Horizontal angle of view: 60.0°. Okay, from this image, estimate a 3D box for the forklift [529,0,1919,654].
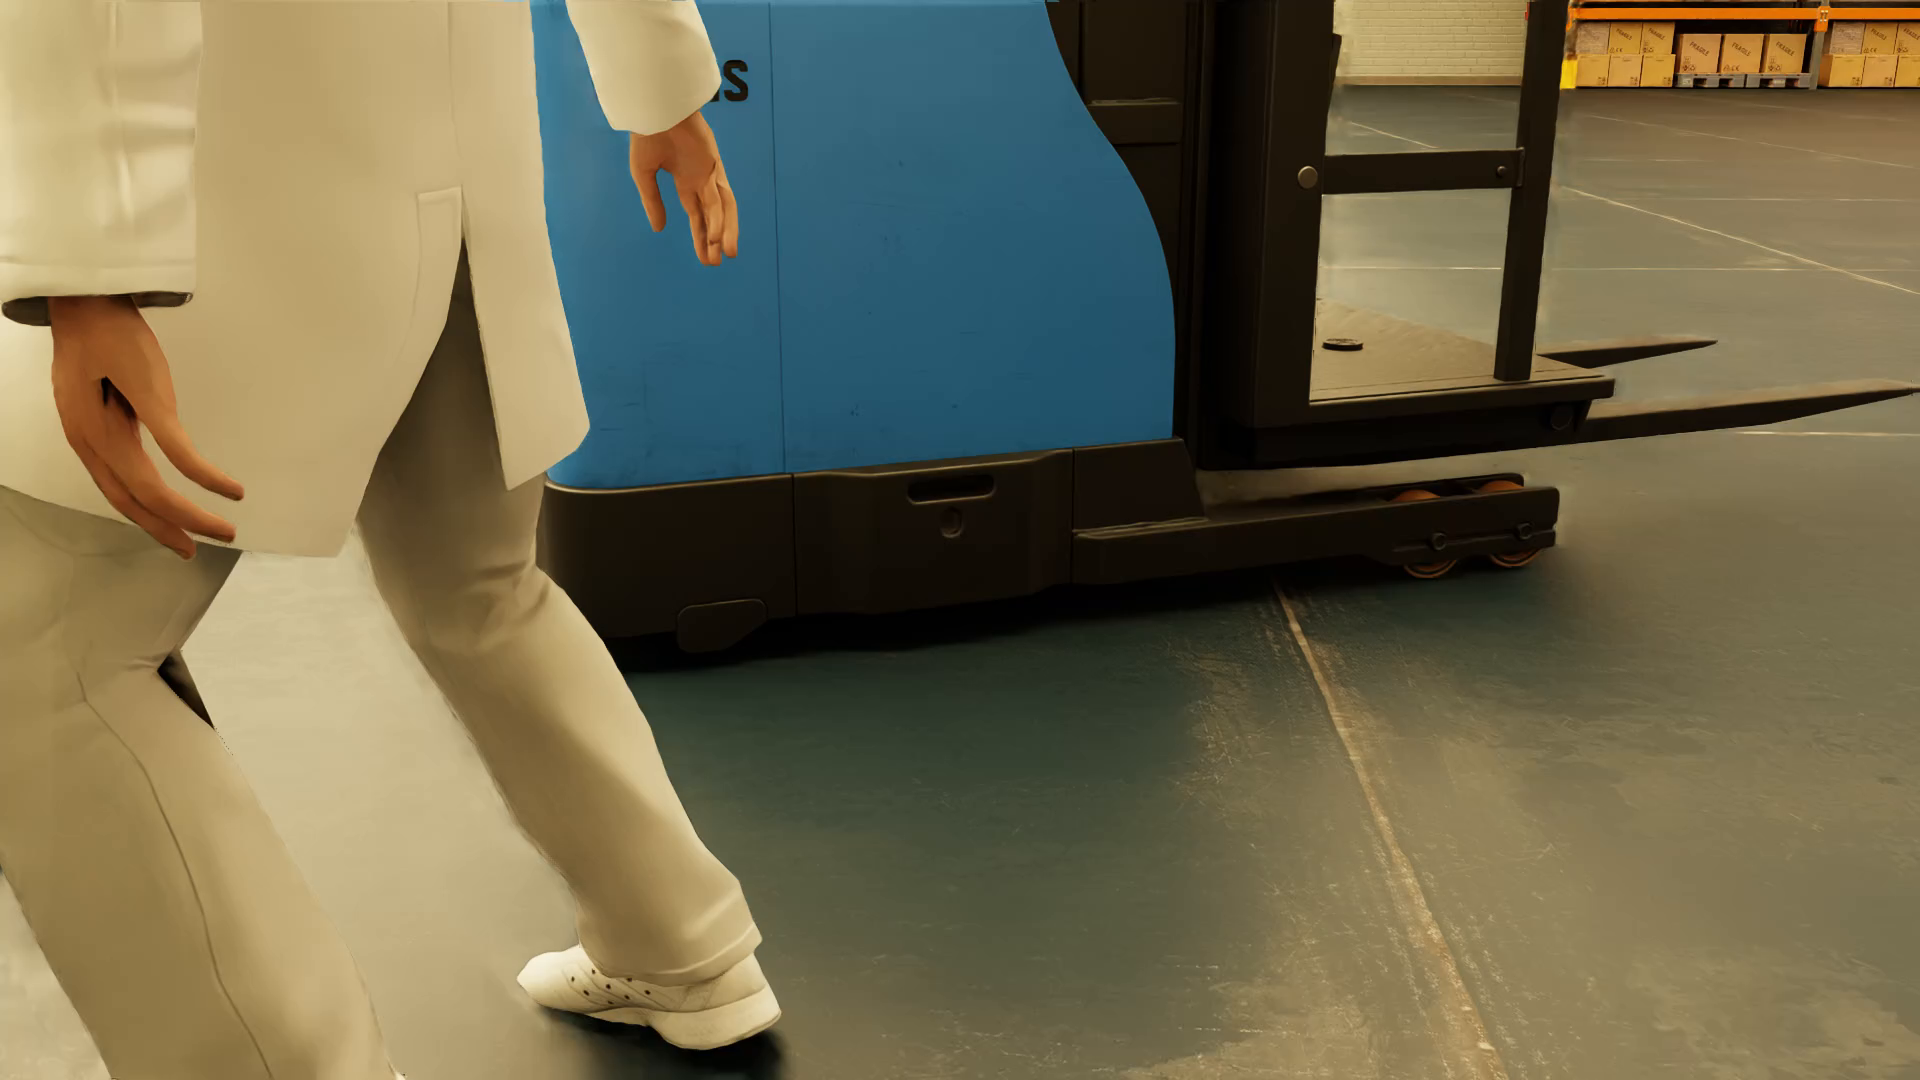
[{"bbox_3d":[0.618,-1.467,3.153,3.031,2.935,1.130,-6,18,-19],"label":"forklift"}]

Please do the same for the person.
[{"bbox_3d":[-0.489,-0.265,1.431,0.555,1.759,0.916,7,19,22],"label":"person"}]
